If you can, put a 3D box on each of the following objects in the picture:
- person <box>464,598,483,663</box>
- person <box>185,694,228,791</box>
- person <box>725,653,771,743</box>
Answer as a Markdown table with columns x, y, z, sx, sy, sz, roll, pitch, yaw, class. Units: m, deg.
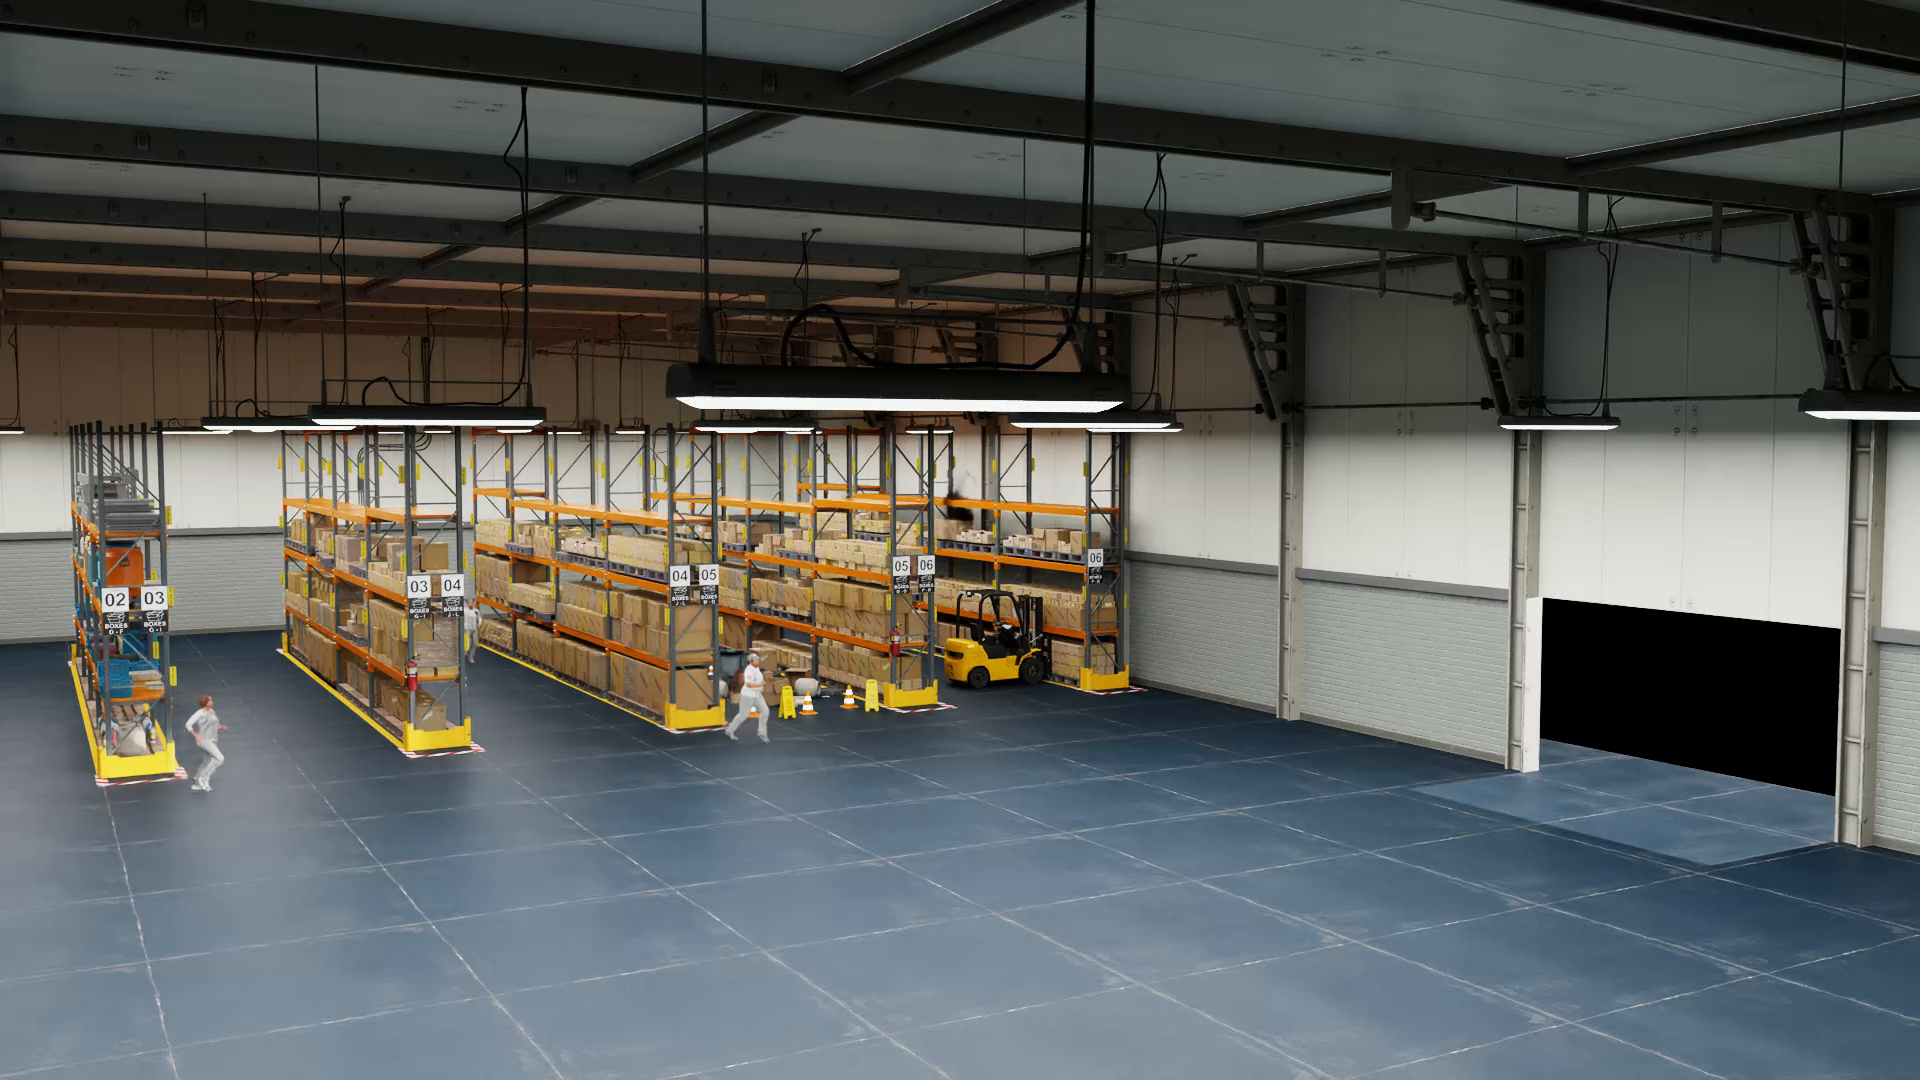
| x | y | z | sx | sy | sz | roll | pitch | yaw | class |
| --- | --- | --- | --- | --- | --- | --- | --- | --- | --- |
| -12.475 | 2.289 | 42.417 | 0.622 | 1.659 | 0.551 | -2 | 4 | -31 | person |
| -12.096 | 3.261 | 26.771 | 0.637 | 1.562 | 0.507 | 0 | 4 | -2 | person |
| -3.952 | 2.972 | 31.209 | 0.880 | 1.715 | 0.612 | 1 | 4 | 18 | person |
